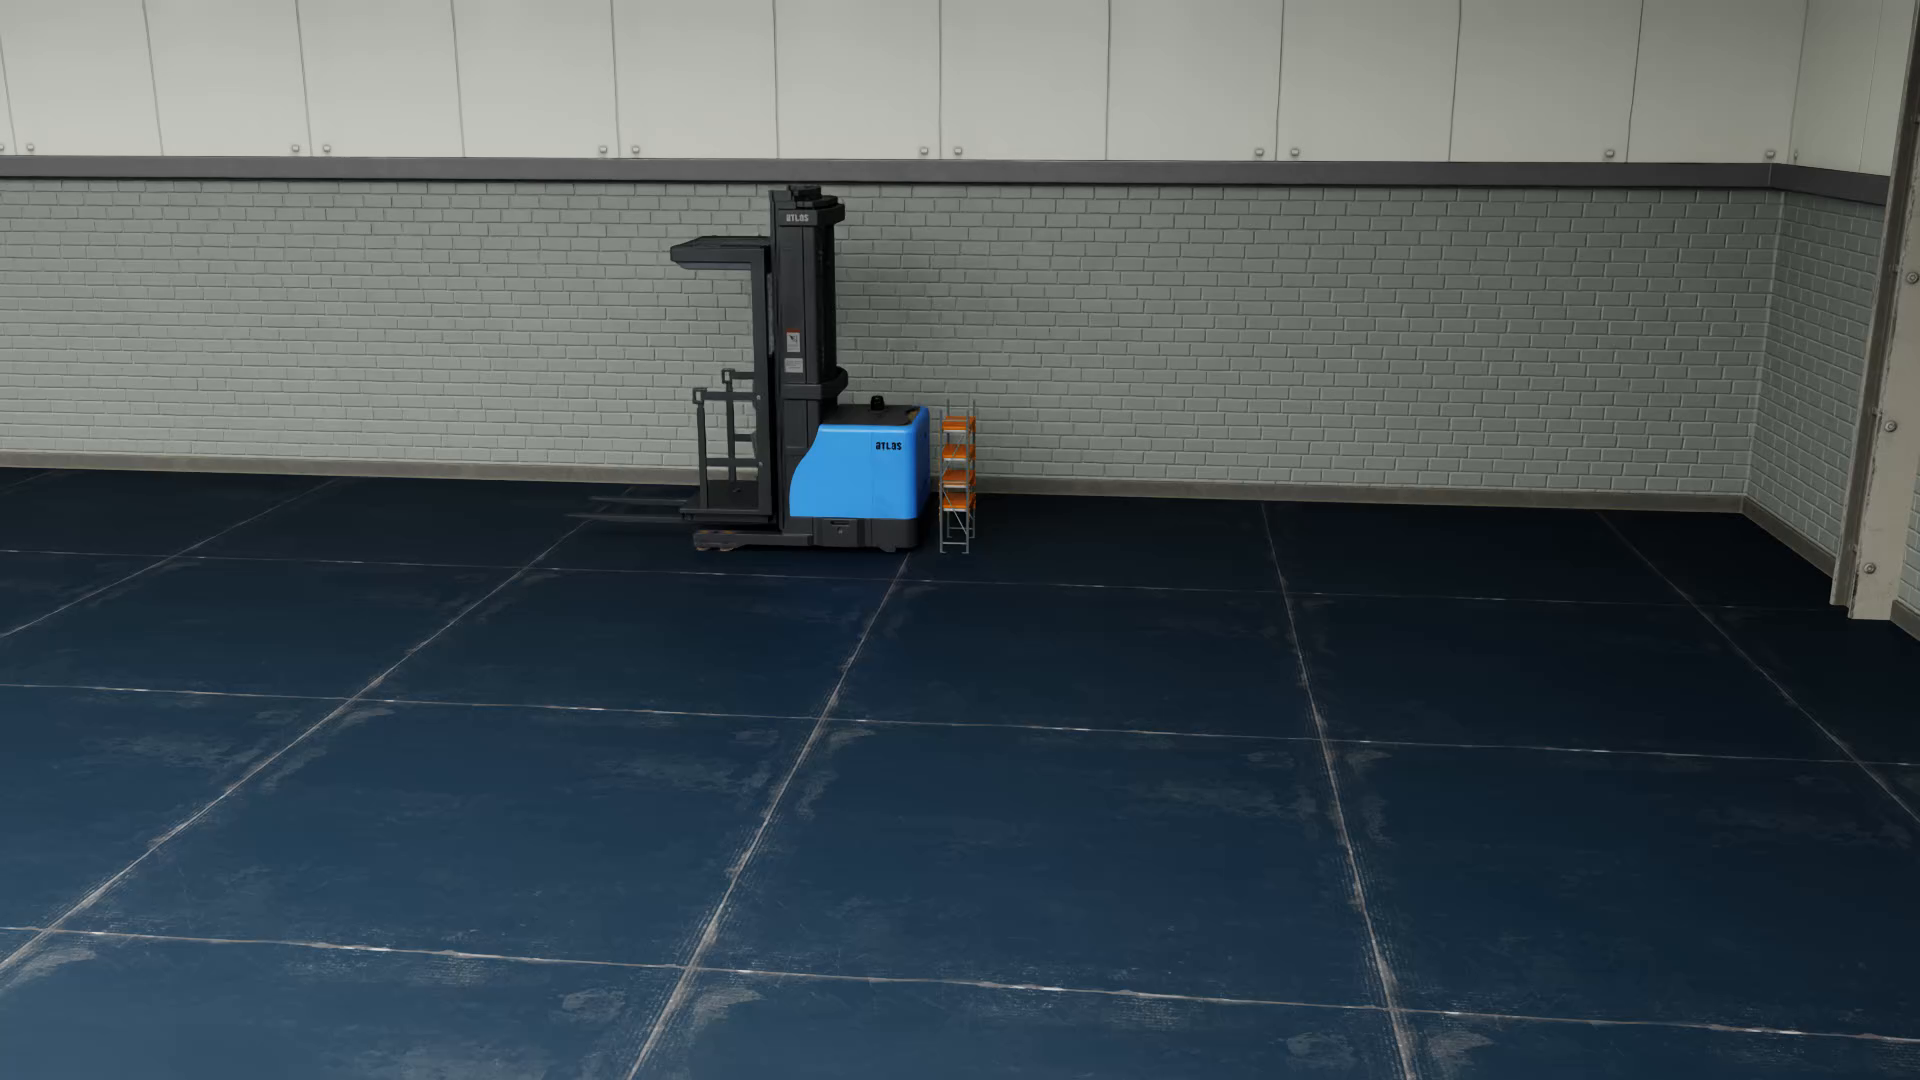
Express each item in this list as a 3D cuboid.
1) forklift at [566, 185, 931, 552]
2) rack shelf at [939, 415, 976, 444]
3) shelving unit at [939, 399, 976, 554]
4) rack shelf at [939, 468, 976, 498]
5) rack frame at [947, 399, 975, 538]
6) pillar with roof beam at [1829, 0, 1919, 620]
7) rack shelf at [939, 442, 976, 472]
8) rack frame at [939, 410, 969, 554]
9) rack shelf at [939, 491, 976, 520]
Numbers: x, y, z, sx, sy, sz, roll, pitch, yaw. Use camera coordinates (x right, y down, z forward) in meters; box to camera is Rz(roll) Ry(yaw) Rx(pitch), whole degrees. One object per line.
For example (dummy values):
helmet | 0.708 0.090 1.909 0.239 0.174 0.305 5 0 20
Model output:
forklift | -1.800 -1.455 13.929 3.031 2.935 1.130 2 15 6
rack shelf | -0.019 -0.916 13.744 0.258 0.148 0.480 2 15 6
shelving unit | -0.019 -0.536 13.847 0.258 1.200 0.503 2 15 6
rack shelf | -0.019 -0.471 13.864 0.258 0.148 0.480 2 15 6
rack frame | 0.009 -0.600 14.081 0.240 1.200 0.015 2 15 6
pillar with roof beam | 2.352 -3.948 11.523 9.100 9.000 0.400 2 15 6
rack shelf | -0.019 -0.687 13.806 0.258 0.148 0.480 2 15 6
rack frame | -0.046 -0.473 13.613 0.240 1.200 0.015 2 15 6
rack shelf | -0.019 -0.280 13.916 0.258 0.148 0.480 2 15 6
